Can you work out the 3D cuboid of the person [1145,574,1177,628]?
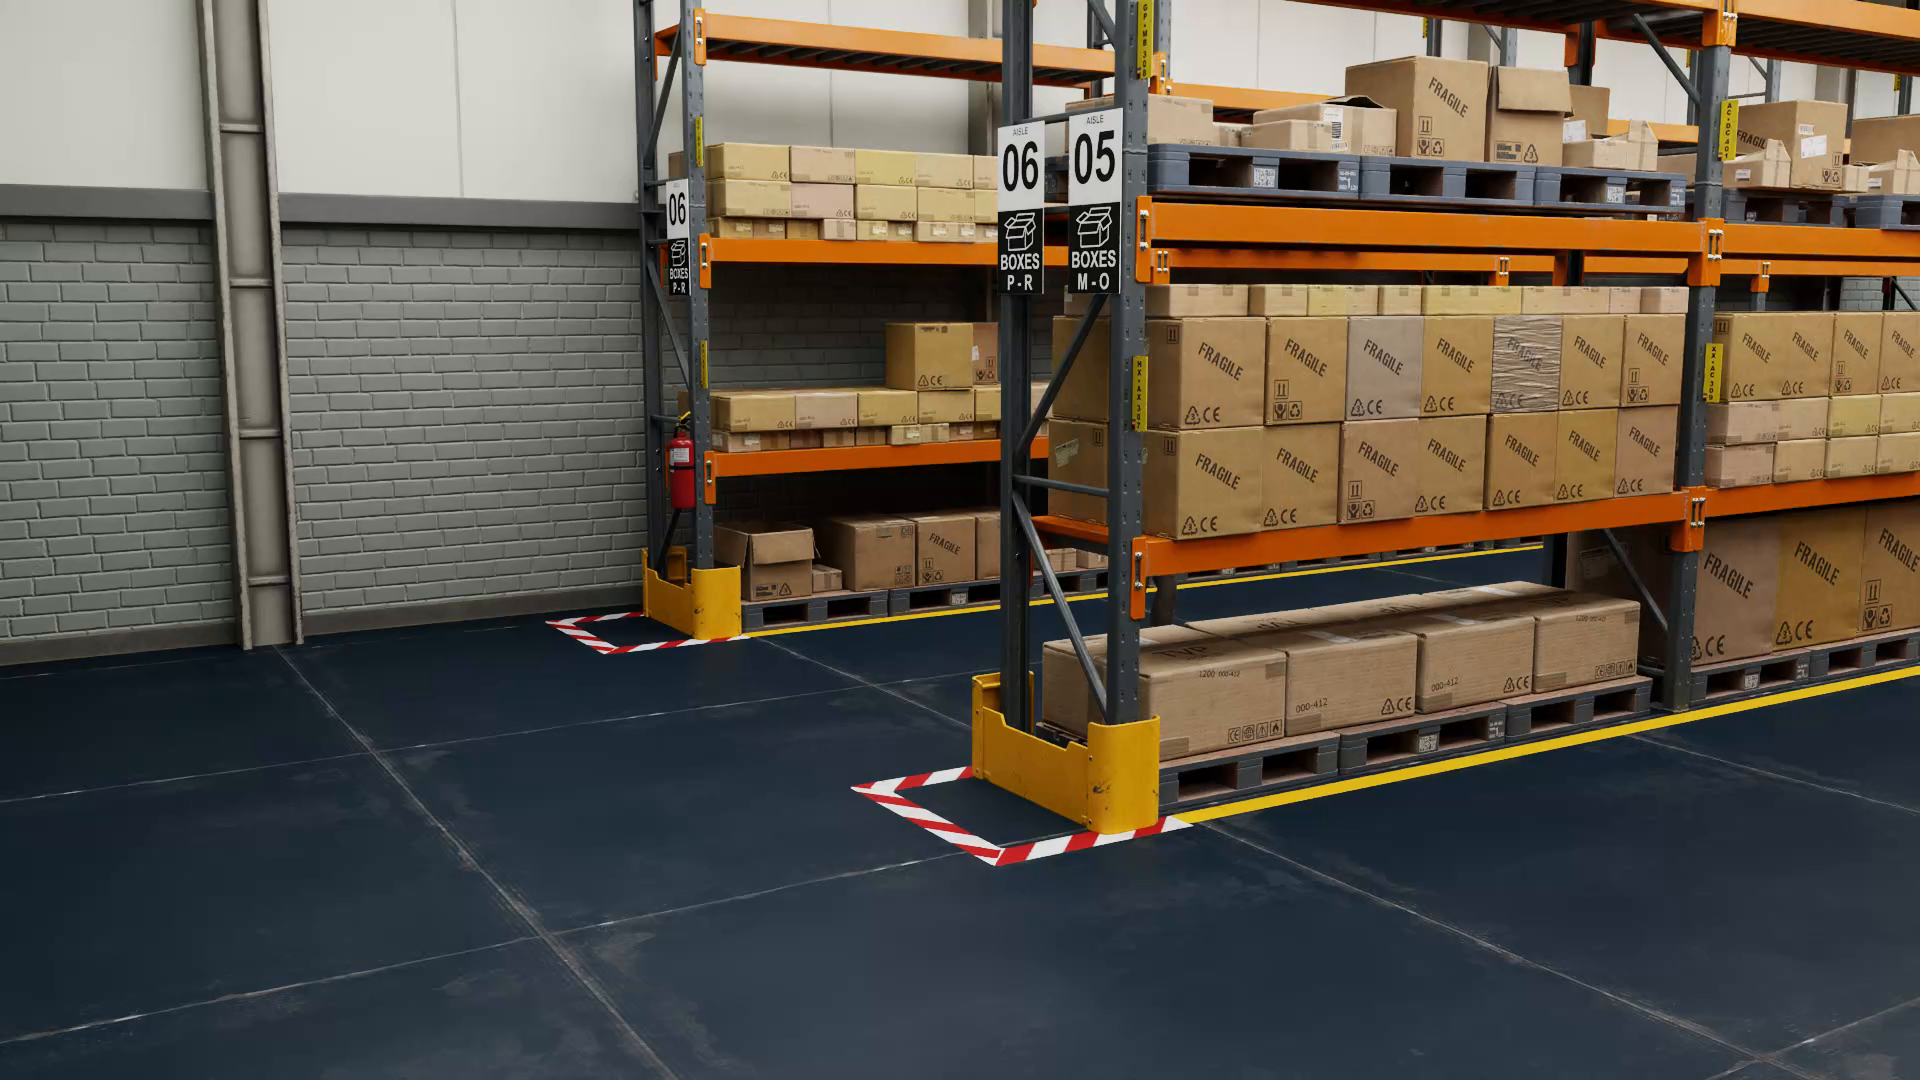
[{"bbox_3d":[1.242,0.006,10.799,0.515,1.657,0.417,-5,10,-32],"label":"person"}]
